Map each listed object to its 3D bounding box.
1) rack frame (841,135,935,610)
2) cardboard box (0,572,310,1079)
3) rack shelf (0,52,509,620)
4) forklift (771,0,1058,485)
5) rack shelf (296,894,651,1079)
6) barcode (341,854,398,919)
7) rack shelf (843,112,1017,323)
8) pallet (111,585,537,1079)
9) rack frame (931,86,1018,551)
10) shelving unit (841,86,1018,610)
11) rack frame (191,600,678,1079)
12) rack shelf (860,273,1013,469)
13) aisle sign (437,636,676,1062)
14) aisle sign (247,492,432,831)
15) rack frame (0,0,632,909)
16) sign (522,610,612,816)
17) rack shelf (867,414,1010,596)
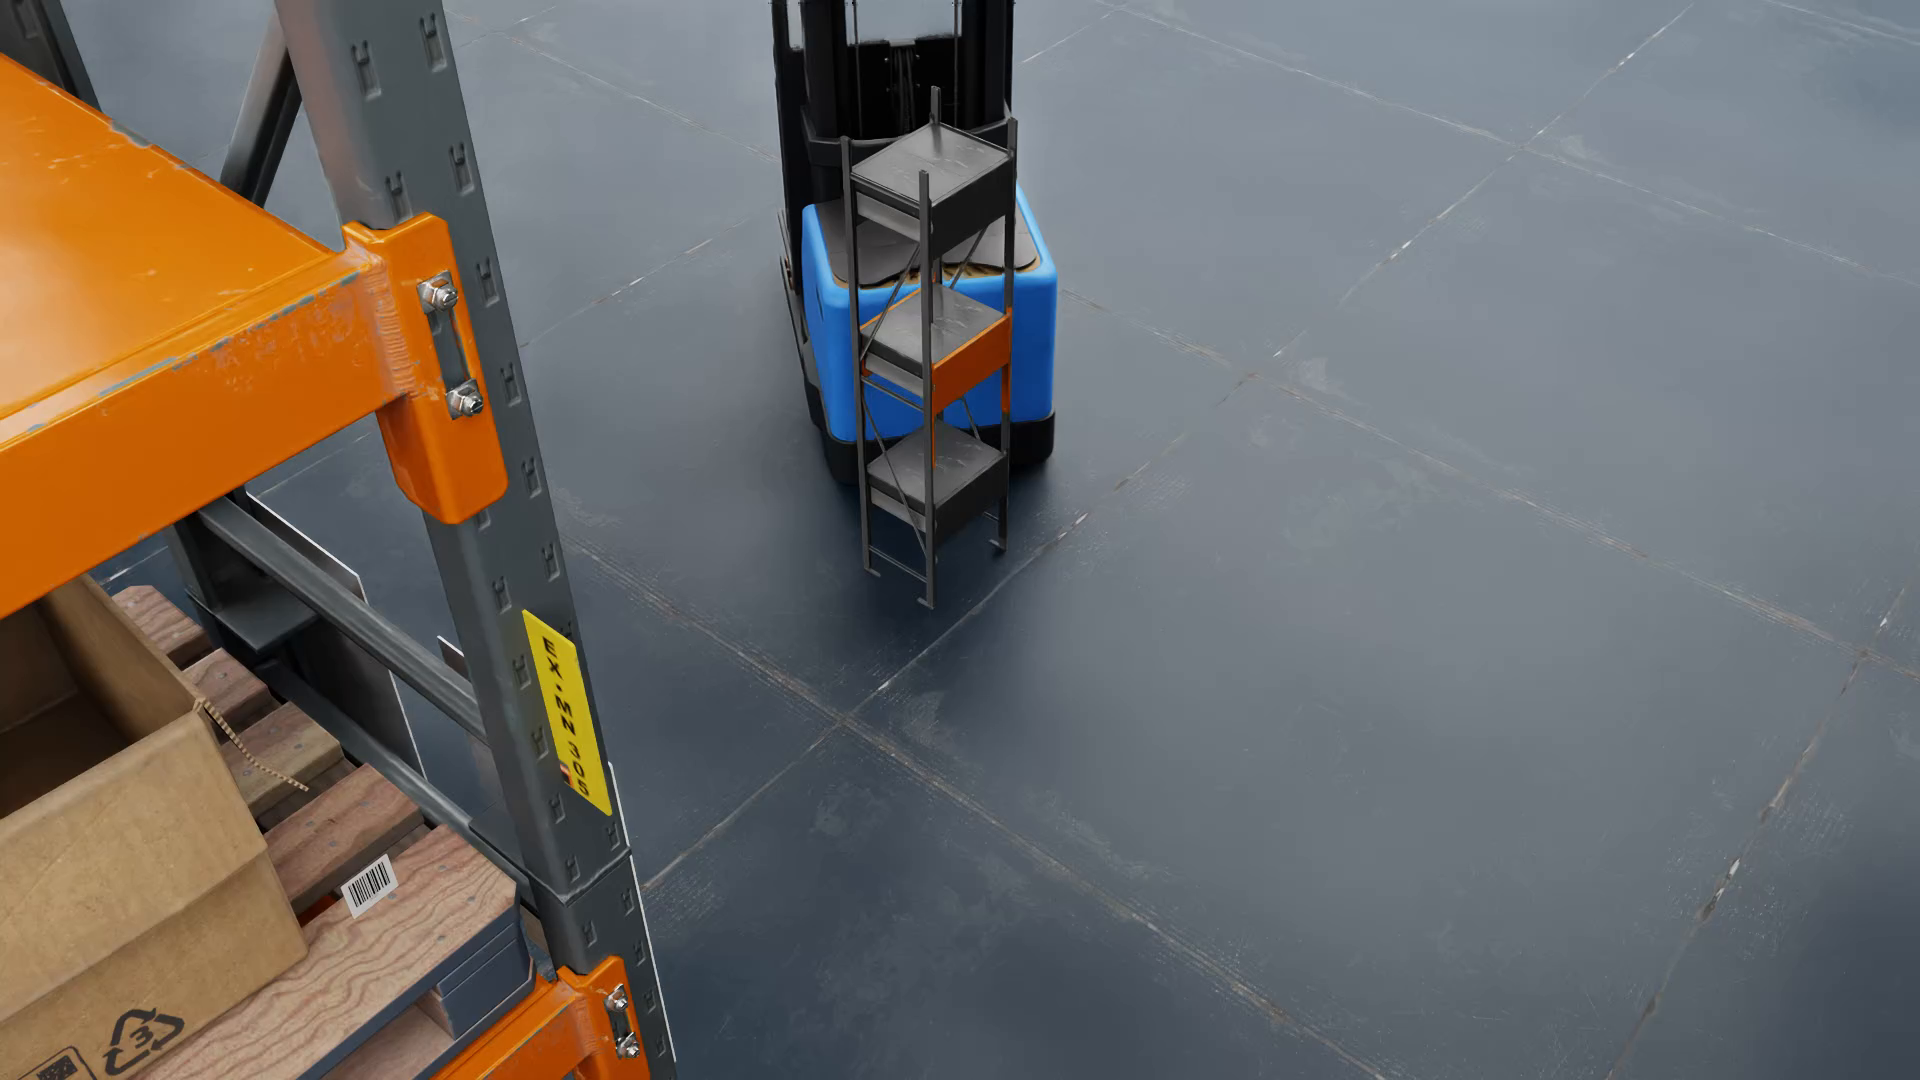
[{"bbox_3d":[-0.264,-0.566,6.494,0.400,2.100,0.015,29,50,28],"label":"rack frame"},{"bbox_3d":[-1.281,0.330,2.117,0.797,0.503,0.637,33,52,31],"label":"cardboard box"},{"bbox_3d":[-2.196,0.616,0.898,1.077,0.370,4.000,29,50,28],"label":"rack shelf"},{"bbox_3d":[-0.348,-2.339,7.826,1.130,2.935,3.031,-7,43,-8],"label":"forklift"},{"bbox_3d":[-2.196,1.577,1.773,1.077,0.370,4.000,29,50,28],"label":"rack shelf"},{"bbox_3d":[-0.733,0.431,2.068,0.001,0.075,0.075,29,50,28],"label":"barcode"},{"bbox_3d":[-0.107,-1.199,6.170,0.431,0.518,0.480,29,50,28],"label":"rack shelf"},{"bbox_3d":[-1.383,0.667,2.305,1.003,0.211,1.213,29,50,28],"label":"pallet"},{"bbox_3d":[0.050,-0.817,6.770,0.400,2.100,0.015,29,50,28],"label":"rack frame"},{"bbox_3d":[-0.107,-0.692,6.632,0.431,2.100,0.503,29,50,28],"label":"shelving unit"},{"bbox_3d":[-0.908,1.391,3.673,1.000,3.000,0.127,29,50,28],"label":"rack frame"},{"bbox_3d":[-0.107,-0.682,6.641,0.431,0.518,0.480,29,50,28],"label":"rack shelf"},{"bbox_3d":[-0.641,0.523,2.695,0.394,0.787,0.004,29,50,28],"label":"aisle sign"},{"bbox_3d":[-1.101,0.263,2.981,0.394,0.787,0.004,29,50,28],"label":"aisle sign"},{"bbox_3d":[-0.908,-0.828,1.654,1.000,3.000,0.127,29,50,28],"label":"rack frame"},{"bbox_3d":[-0.502,0.225,2.126,0.100,0.325,0.005,29,50,28],"label":"sign"},{"bbox_3d":[-0.107,-0.164,7.112,0.431,0.518,0.480,29,50,28],"label":"rack shelf"}]
